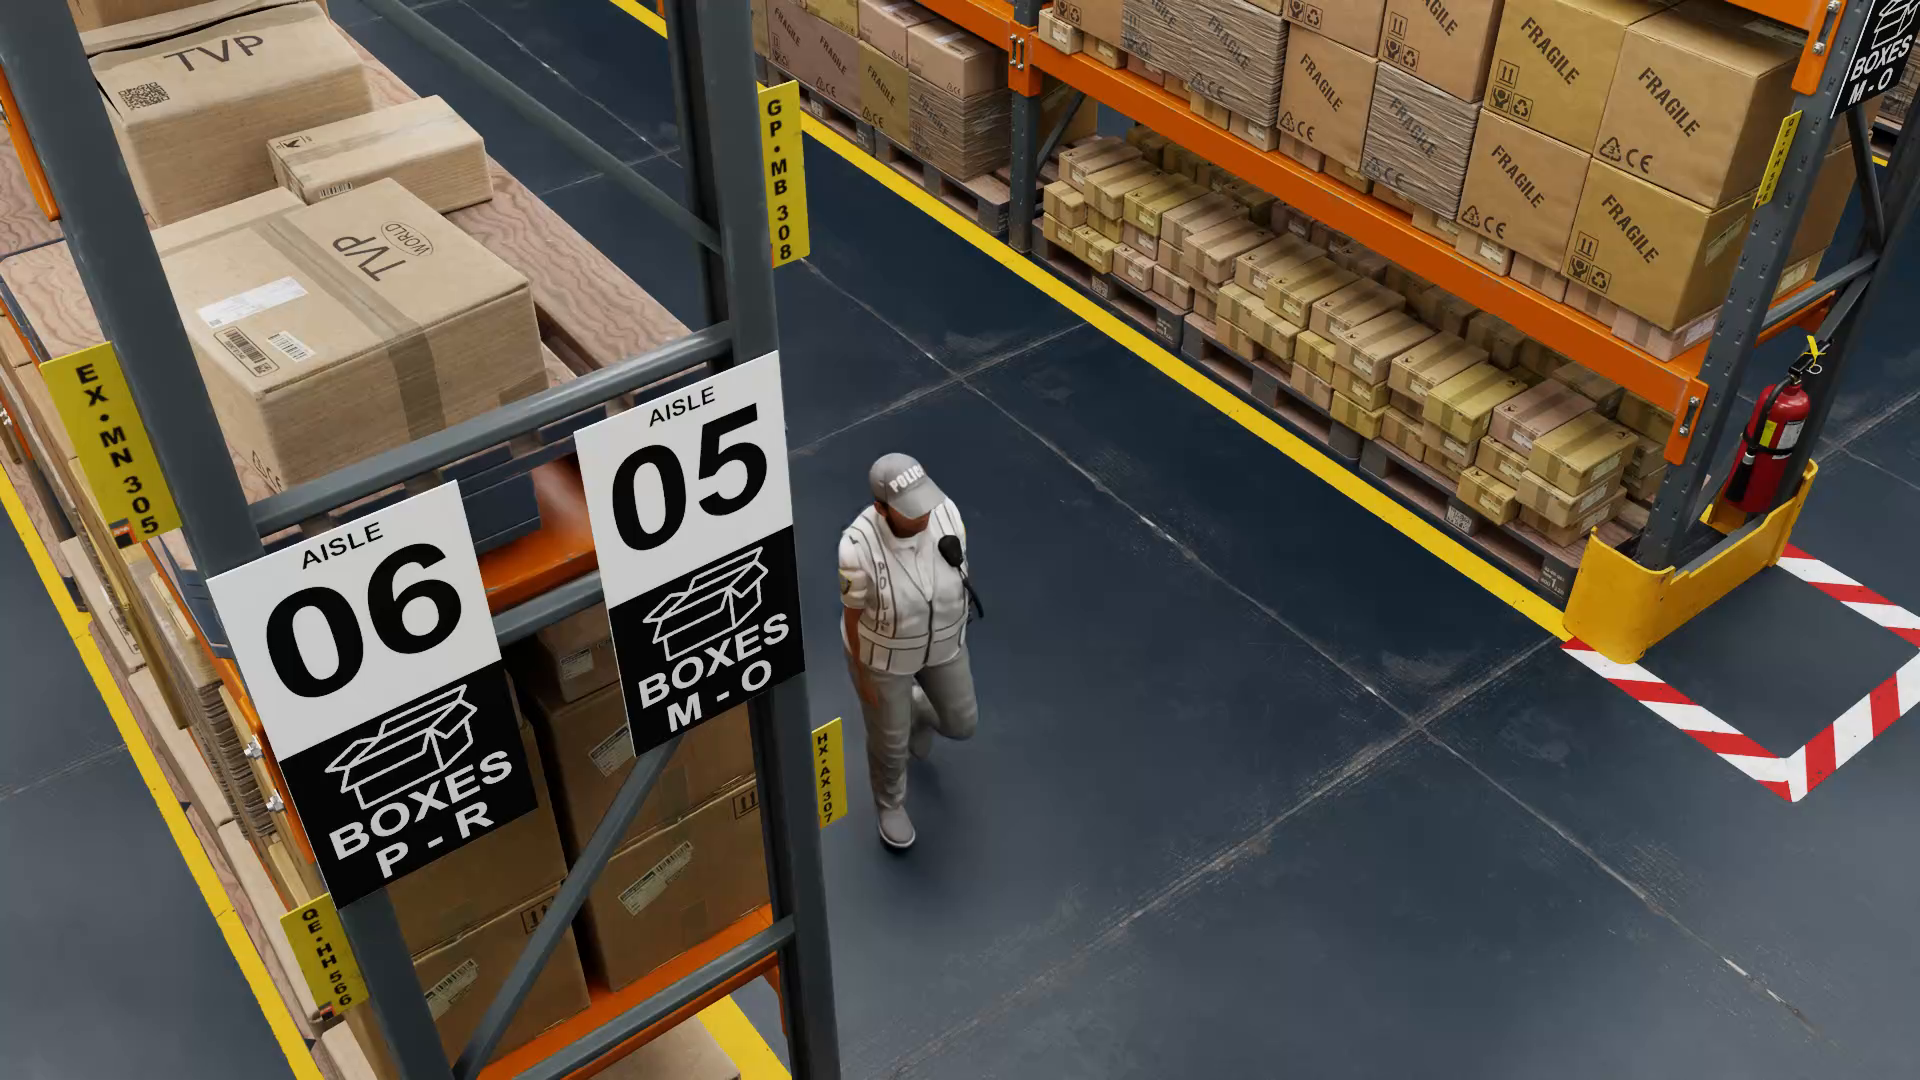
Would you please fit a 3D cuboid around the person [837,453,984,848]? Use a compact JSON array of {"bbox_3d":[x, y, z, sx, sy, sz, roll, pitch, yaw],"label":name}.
[{"bbox_3d":[-0.194,0.322,5.755,0.481,1.648,0.515,-18,44,-20],"label":"person"}]
